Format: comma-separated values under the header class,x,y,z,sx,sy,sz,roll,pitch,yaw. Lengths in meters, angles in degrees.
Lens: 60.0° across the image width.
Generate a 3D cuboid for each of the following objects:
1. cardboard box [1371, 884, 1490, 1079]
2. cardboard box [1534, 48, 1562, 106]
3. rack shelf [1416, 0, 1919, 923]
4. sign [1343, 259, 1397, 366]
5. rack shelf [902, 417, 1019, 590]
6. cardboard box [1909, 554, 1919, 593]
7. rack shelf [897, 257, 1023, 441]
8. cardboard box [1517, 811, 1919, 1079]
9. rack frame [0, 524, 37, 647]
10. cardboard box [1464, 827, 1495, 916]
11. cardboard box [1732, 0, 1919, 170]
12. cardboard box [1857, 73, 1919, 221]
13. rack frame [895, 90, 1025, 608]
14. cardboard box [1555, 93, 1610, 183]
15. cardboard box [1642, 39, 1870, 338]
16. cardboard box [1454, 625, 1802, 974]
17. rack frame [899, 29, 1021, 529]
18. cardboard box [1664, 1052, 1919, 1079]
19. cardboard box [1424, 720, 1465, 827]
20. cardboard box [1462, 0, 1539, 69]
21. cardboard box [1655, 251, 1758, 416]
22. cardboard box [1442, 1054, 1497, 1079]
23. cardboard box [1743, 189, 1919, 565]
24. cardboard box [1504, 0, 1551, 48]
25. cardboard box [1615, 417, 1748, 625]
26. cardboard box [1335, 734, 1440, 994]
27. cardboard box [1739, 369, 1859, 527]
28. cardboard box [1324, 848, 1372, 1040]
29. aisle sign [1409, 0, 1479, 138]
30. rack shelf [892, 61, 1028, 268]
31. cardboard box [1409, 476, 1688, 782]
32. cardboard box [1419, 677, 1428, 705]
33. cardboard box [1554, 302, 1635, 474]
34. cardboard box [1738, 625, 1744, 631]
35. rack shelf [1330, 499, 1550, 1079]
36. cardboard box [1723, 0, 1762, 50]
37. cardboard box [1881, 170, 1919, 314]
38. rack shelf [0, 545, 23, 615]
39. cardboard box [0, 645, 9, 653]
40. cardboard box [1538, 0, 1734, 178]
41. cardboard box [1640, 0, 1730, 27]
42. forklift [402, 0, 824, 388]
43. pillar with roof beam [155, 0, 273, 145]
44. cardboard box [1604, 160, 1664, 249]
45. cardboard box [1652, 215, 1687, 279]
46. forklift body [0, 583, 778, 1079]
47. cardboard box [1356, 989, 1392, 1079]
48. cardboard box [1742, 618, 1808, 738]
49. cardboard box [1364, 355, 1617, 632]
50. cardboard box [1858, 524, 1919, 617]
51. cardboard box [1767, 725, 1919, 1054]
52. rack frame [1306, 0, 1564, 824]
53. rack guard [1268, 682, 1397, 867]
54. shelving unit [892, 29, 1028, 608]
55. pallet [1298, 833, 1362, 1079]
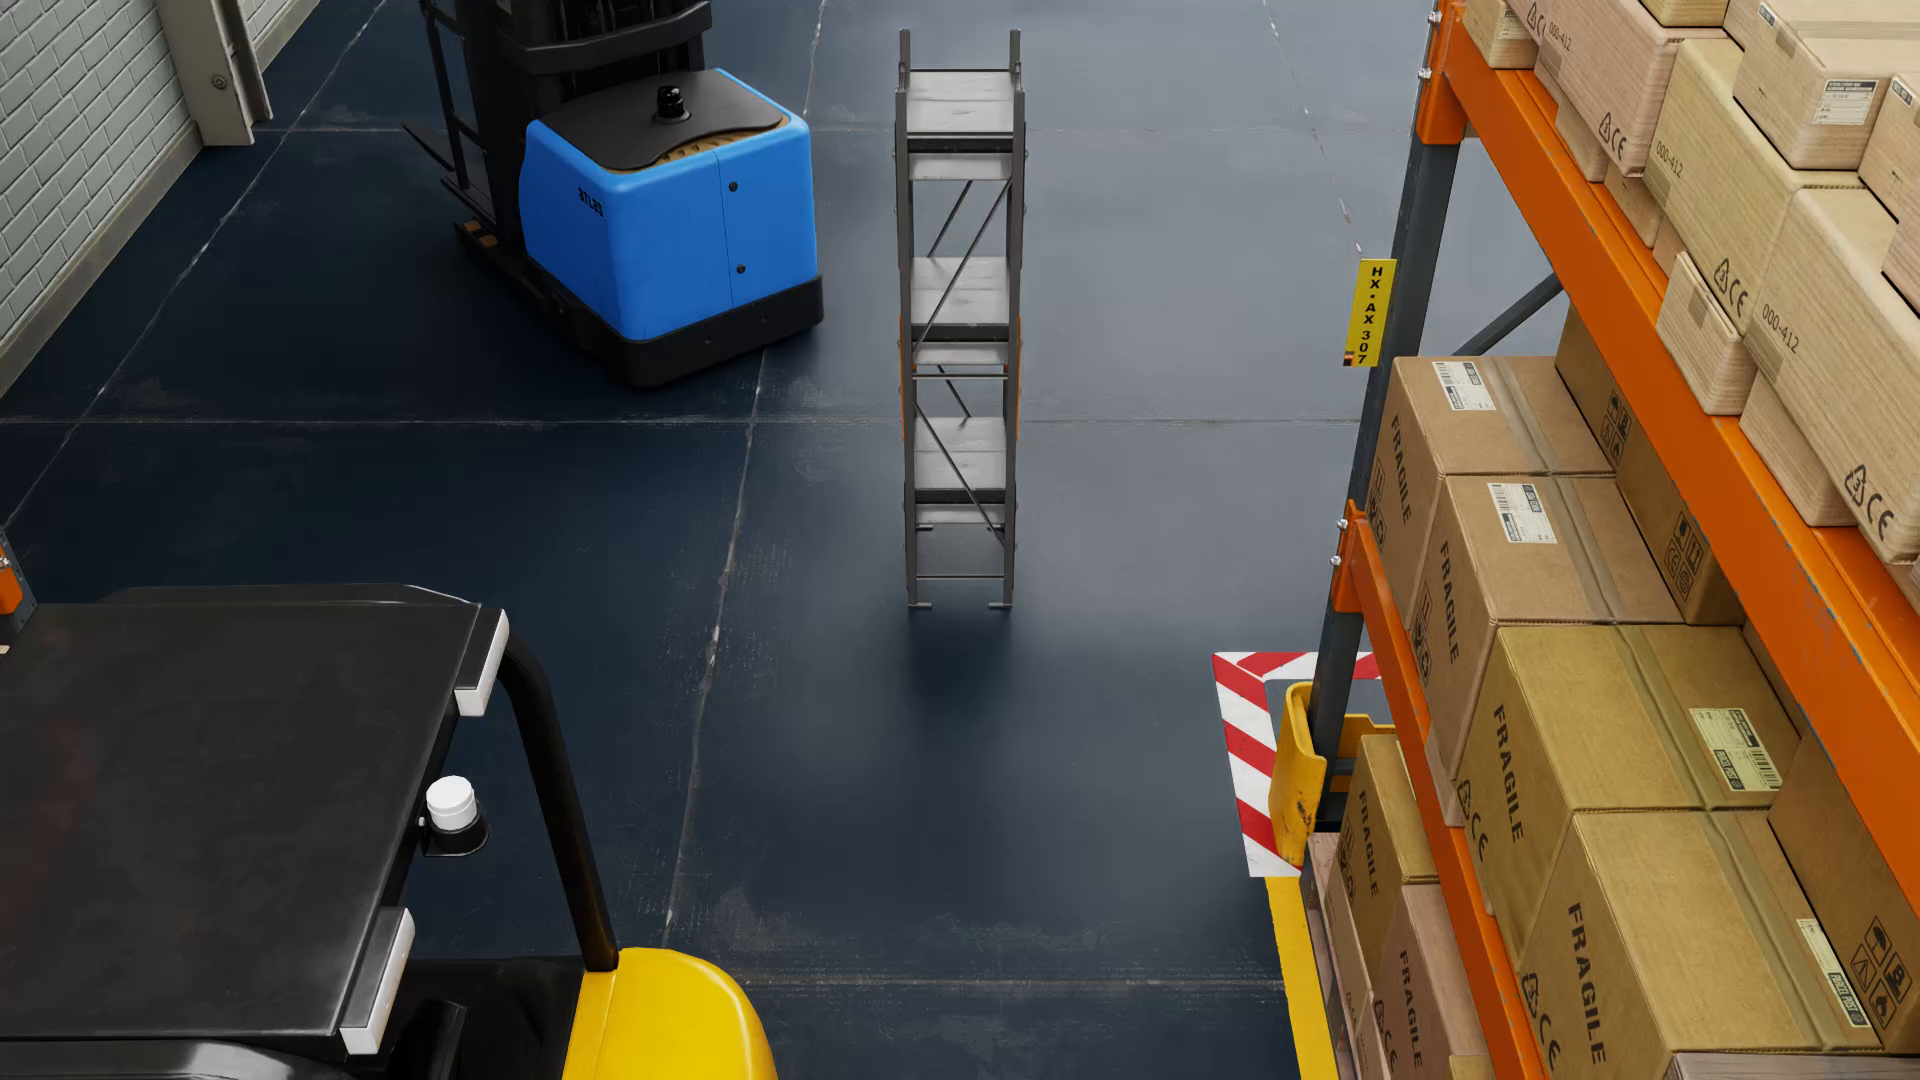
class,x,y,z,sx,sy,sz,roll,pitch,yaw
cardboard box,1.360,1.202,4.115,0.500,0.500,0.500,-1,39,-2
cardboard box,1.395,-0.962,3.354,0.380,0.149,0.250,-1,39,-1
rack shelf,1.632,0.100,2.404,1.077,0.370,4.000,0,39,0
sign,1.087,-0.599,4.406,0.100,0.325,0.005,0,39,0
rack shelf,0.000,-0.159,6.410,0.431,0.518,0.480,0,39,0
cardboard box,1.377,0.101,1.708,0.500,0.250,0.500,-1,39,-1
rack shelf,0.000,-0.705,5.973,0.431,0.518,0.480,0,39,0
cardboard box,1.367,0.841,2.985,0.500,0.500,0.500,-1,39,-1
rack frame,-3.334,-0.255,4.670,1.000,3.000,0.127,0,39,0
cardboard box,1.345,0.694,3.687,0.380,0.149,0.250,1,39,1
cardboard box,1.322,-0.633,2.306,0.380,0.149,0.250,1,39,1
cardboard box,1.397,-0.471,2.104,0.380,0.149,0.250,1,39,1
rack frame,0.000,-0.563,5.774,0.400,2.100,0.015,0,39,0
cardboard box,1.361,-0.796,3.147,0.380,0.149,0.250,1,39,1
cardboard box,1.380,-0.537,2.504,0.500,0.250,0.500,1,39,1
cardboard box,1.359,0.523,3.381,0.500,0.500,0.500,-1,39,-1
rack frame,0.000,-0.868,6.155,0.400,2.100,0.015,0,39,0
cardboard box,1.373,1.161,2.585,0.500,0.500,0.500,1,39,1
cardboard box,1.311,0.532,3.889,0.380,0.149,0.250,1,39,1
cardboard box,1.306,-1.126,3.559,0.380,0.149,0.250,0,39,0
cardboard box,1.311,-0.318,2.551,0.380,0.149,0.250,0,39,0
cardboard box,1.352,1.515,3.724,0.500,0.500,0.500,1,39,1
cardboard box,1.361,-0.216,2.105,0.500,0.250,0.500,1,39,1
cardboard box,1.364,-1.175,3.301,0.500,0.250,0.500,-1,39,-1
cardboard box,1.842,-0.171,3.447,0.700,0.500,0.500,0,39,0
cardboard box,1.355,0.875,4.523,0.500,0.500,0.500,-1,39,-2
cardboard box,1.352,-0.153,2.345,0.380,0.149,0.250,-1,39,-1
cardboard box,1.354,1.152,4.776,0.500,0.250,0.500,0,39,0
aisle sign,1.320,-1.314,3.913,0.394,0.787,0.004,0,39,0
rack shelf,0.000,-1.251,5.535,0.431,0.518,0.480,0,39,0
cardboard box,1.357,0.204,3.779,0.500,0.500,0.500,1,39,1
cardboard box,1.357,0.373,4.087,0.380,0.149,0.250,-1,39,-1
cardboard box,1.849,-0.487,3.842,0.700,0.500,0.500,-1,39,-1
cardboard box,1.902,0.236,3.739,0.500,0.500,0.500,0,39,0
rack shelf,1.632,1.270,3.342,1.077,0.370,4.000,0,39,0
cardboard box,1.403,-0.797,2.510,0.380,0.149,0.250,0,39,0
cardboard box,1.319,-0.311,1.904,0.380,0.149,0.250,0,39,1
rack shelf,-3.331,1.276,3.334,1.077,0.370,4.000,0,39,0
cardboard box,-3.021,0.551,4.727,0.500,0.250,0.500,1,39,1
cardboard box,1.355,-0.860,2.908,0.500,0.250,0.500,-1,39,-1
cardboard box,1.307,-0.952,2.703,0.380,0.149,0.250,0,39,0
forklift,-1.946,-2.697,7.772,1.130,2.935,3.031,-26,45,-28
pillar with roof beam,0.064,-5.916,6.936,9.100,9.000,0.400,0,39,0
cardboard box,1.386,-0.641,2.954,0.380,0.149,0.250,0,39,0
cardboard box,1.391,-0.475,2.747,0.380,0.149,0.250,-1,39,-1
forklift body,-1.507,1.260,3.457,2.313,2.155,1.214,0,39,0
cardboard box,1.347,1.472,4.378,0.500,0.250,0.500,1,39,2
cardboard box,1.945,0.148,3.049,0.700,0.500,0.500,0,39,-1
cardboard box,1.353,-0.120,4.183,0.500,0.500,0.500,-1,39,-1
cardboard box,1.423,0.004,2.149,0.380,0.149,0.250,0,39,0
cardboard box,1.807,0.460,2.660,0.700,0.500,0.500,0,39,0
rack frame,1.630,-0.261,4.677,1.000,3.000,0.127,0,39,0
rack guard,1.630,0.762,5.400,1.175,0.500,0.348,0,39,0
shelving unit,0.000,-0.716,5.964,0.431,2.100,0.503,0,39,0
pallet,1.596,1.382,4.856,1.003,0.211,1.213,0,39,0
